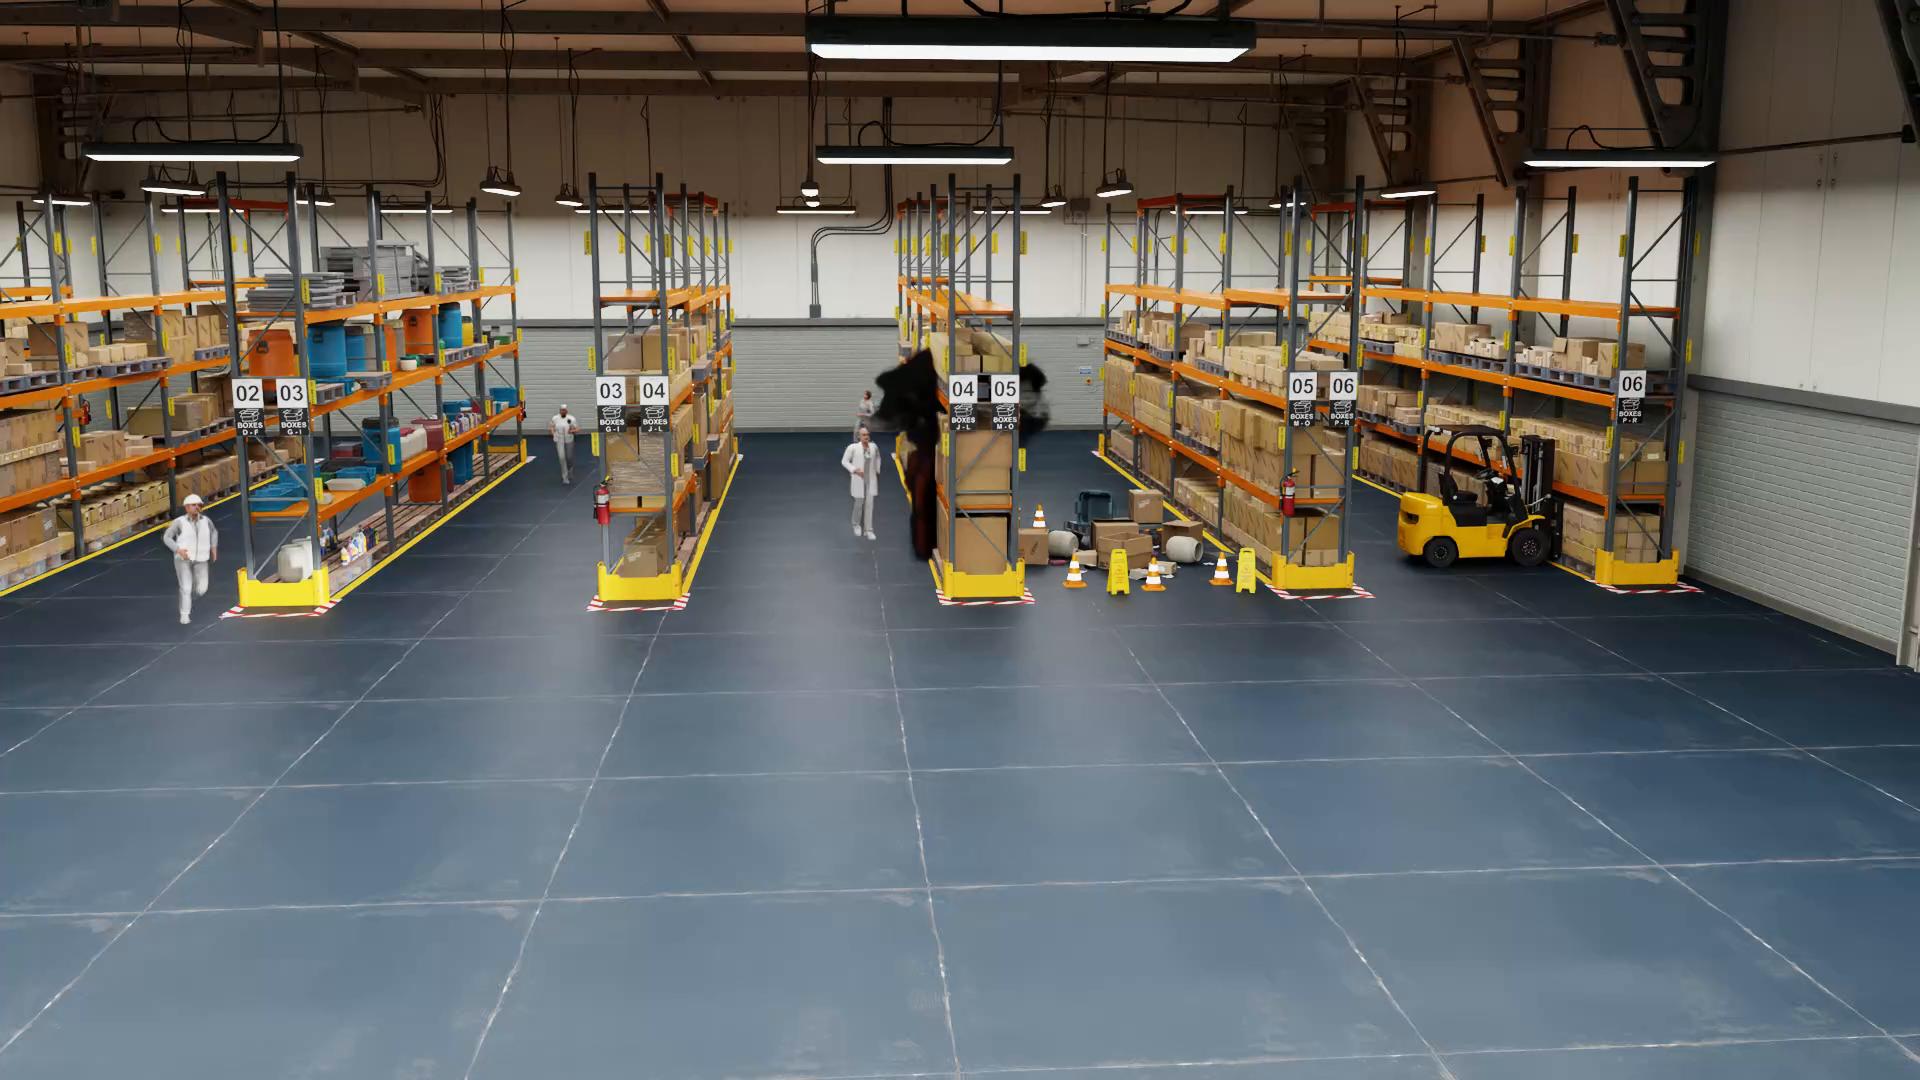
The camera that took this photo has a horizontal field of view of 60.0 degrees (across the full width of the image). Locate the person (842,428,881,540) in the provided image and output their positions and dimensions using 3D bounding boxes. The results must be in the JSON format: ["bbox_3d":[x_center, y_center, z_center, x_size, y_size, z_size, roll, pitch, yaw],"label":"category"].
[{"bbox_3d":[-1.587,-0.929,27.275,0.712,1.813,0.894,-3,11,-19],"label":"person"}]

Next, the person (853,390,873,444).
[{"bbox_3d":[-2.307,-2.818,40.031,0.546,1.584,0.796,7,12,34],"label":"person"}]

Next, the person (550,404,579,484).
[{"bbox_3d":[-8.491,-2.089,35.733,0.611,1.677,0.830,-2,10,-12],"label":"person"}]

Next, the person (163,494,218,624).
[{"bbox_3d":[-10.364,0.236,22.493,0.745,1.718,0.542,-9,14,-42],"label":"person"}]
